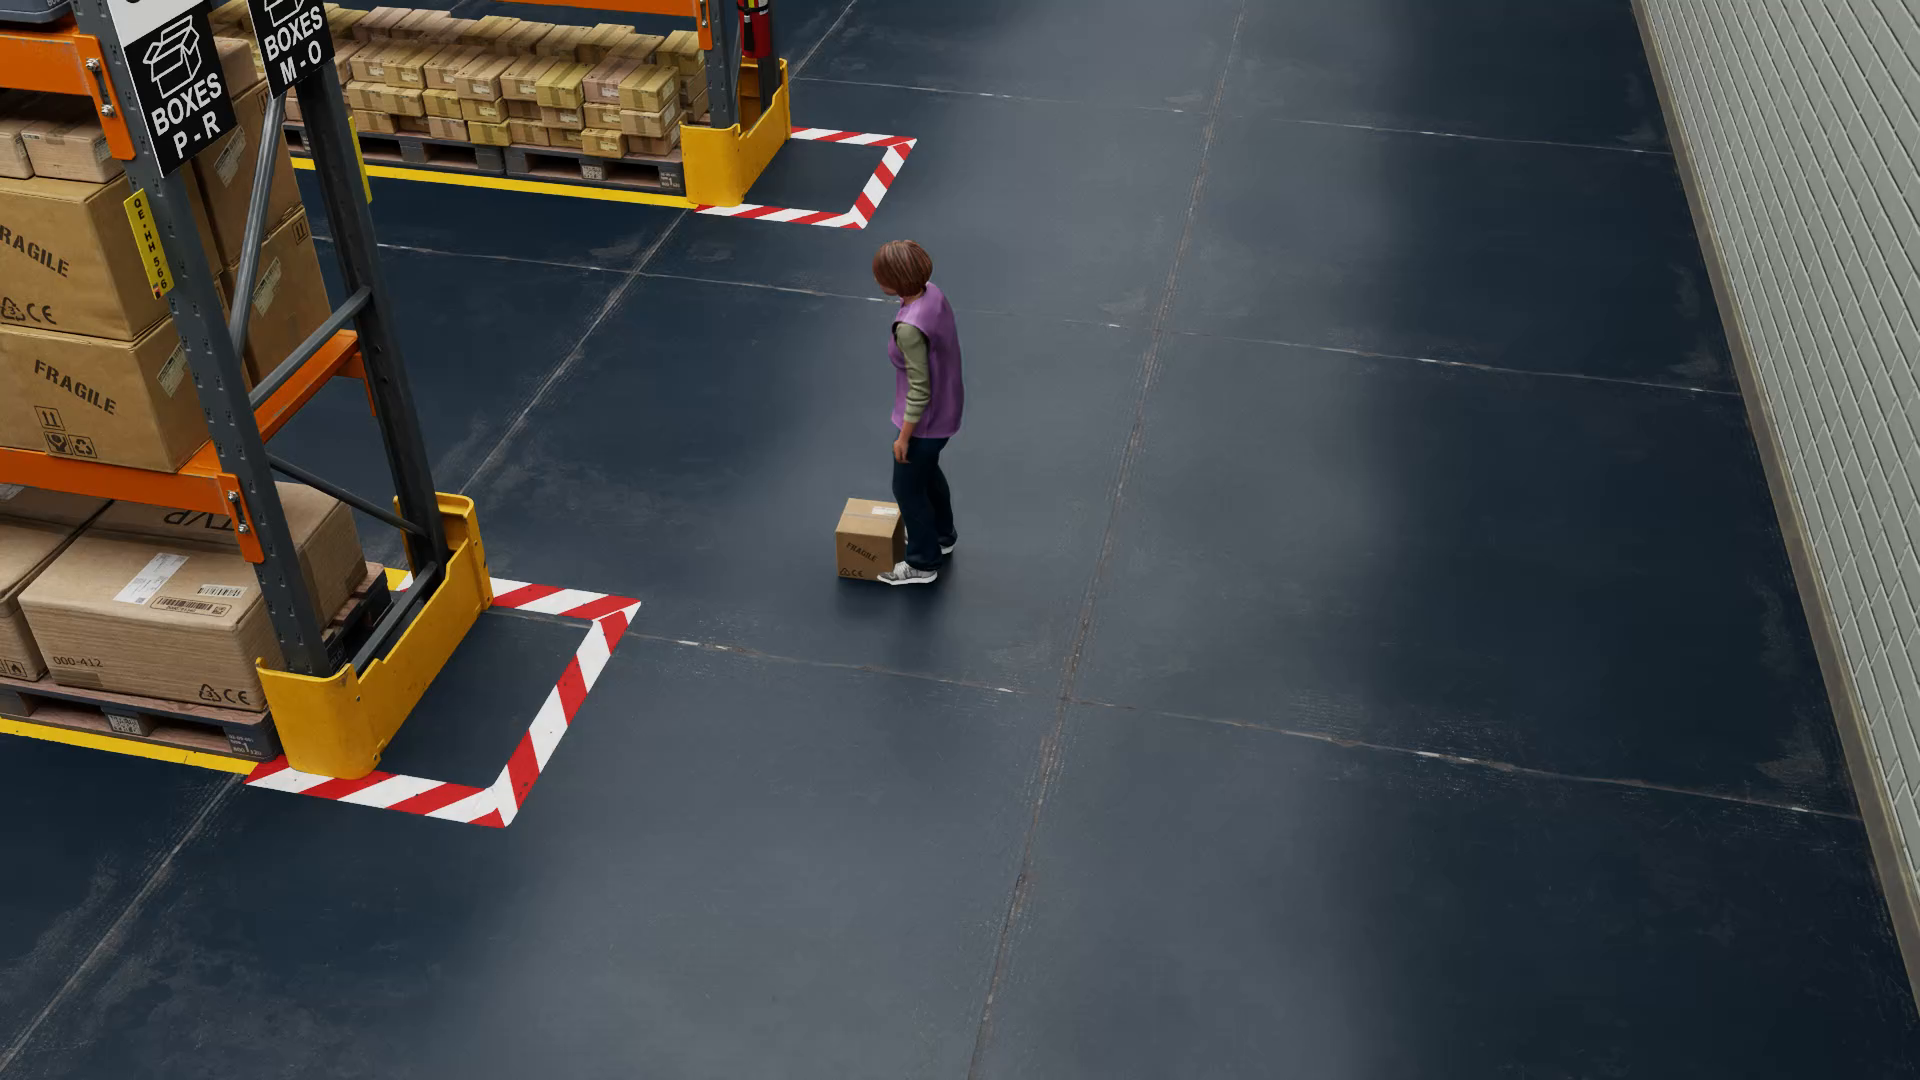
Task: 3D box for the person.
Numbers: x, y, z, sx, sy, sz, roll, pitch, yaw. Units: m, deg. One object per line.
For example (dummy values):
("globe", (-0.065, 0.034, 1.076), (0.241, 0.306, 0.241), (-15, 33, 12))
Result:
("person", (-0.171, -0.509, 6.831), (0.368, 1.594, 0.481), (6, 38, 8))
